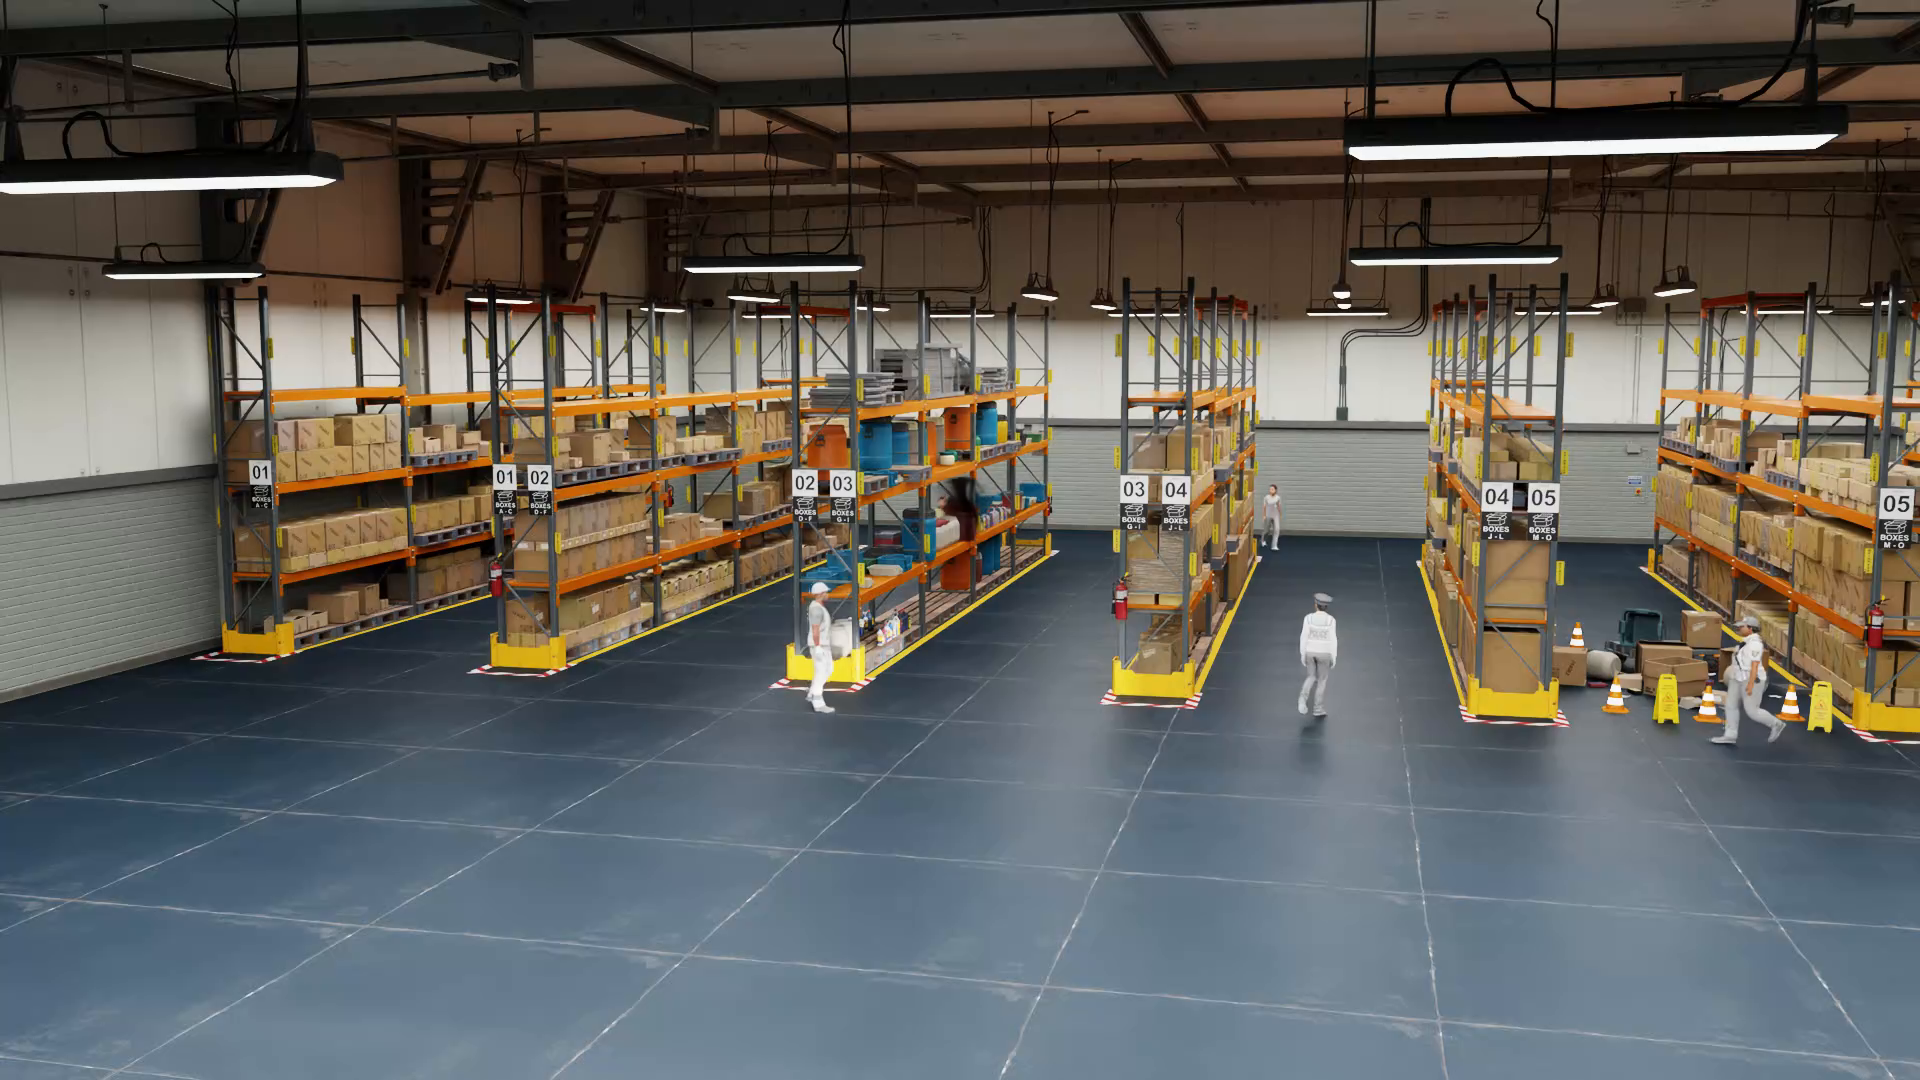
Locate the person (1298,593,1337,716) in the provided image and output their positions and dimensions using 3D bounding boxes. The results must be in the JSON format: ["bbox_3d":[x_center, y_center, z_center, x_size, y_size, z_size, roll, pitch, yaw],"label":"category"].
[{"bbox_3d":[4.858,1.572,22.569,0.467,1.671,0.500,6,9,41],"label":"person"}]

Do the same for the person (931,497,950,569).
[{"bbox_3d":[-0.446,-0.168,37.787,0.505,1.615,1.019,3,7,26],"label":"person"}]

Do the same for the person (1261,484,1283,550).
[{"bbox_3d":[7.795,-0.555,41.501,0.532,1.579,0.914,0,7,-3],"label":"person"}]

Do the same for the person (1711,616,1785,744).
[{"bbox_3d":[9.991,1.776,21.002,0.802,1.640,0.487,-1,7,-9],"label":"person"}]

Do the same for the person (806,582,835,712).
[{"bbox_3d":[-1.948,1.482,23.035,0.424,1.802,0.647,0,7,-2],"label":"person"}]
